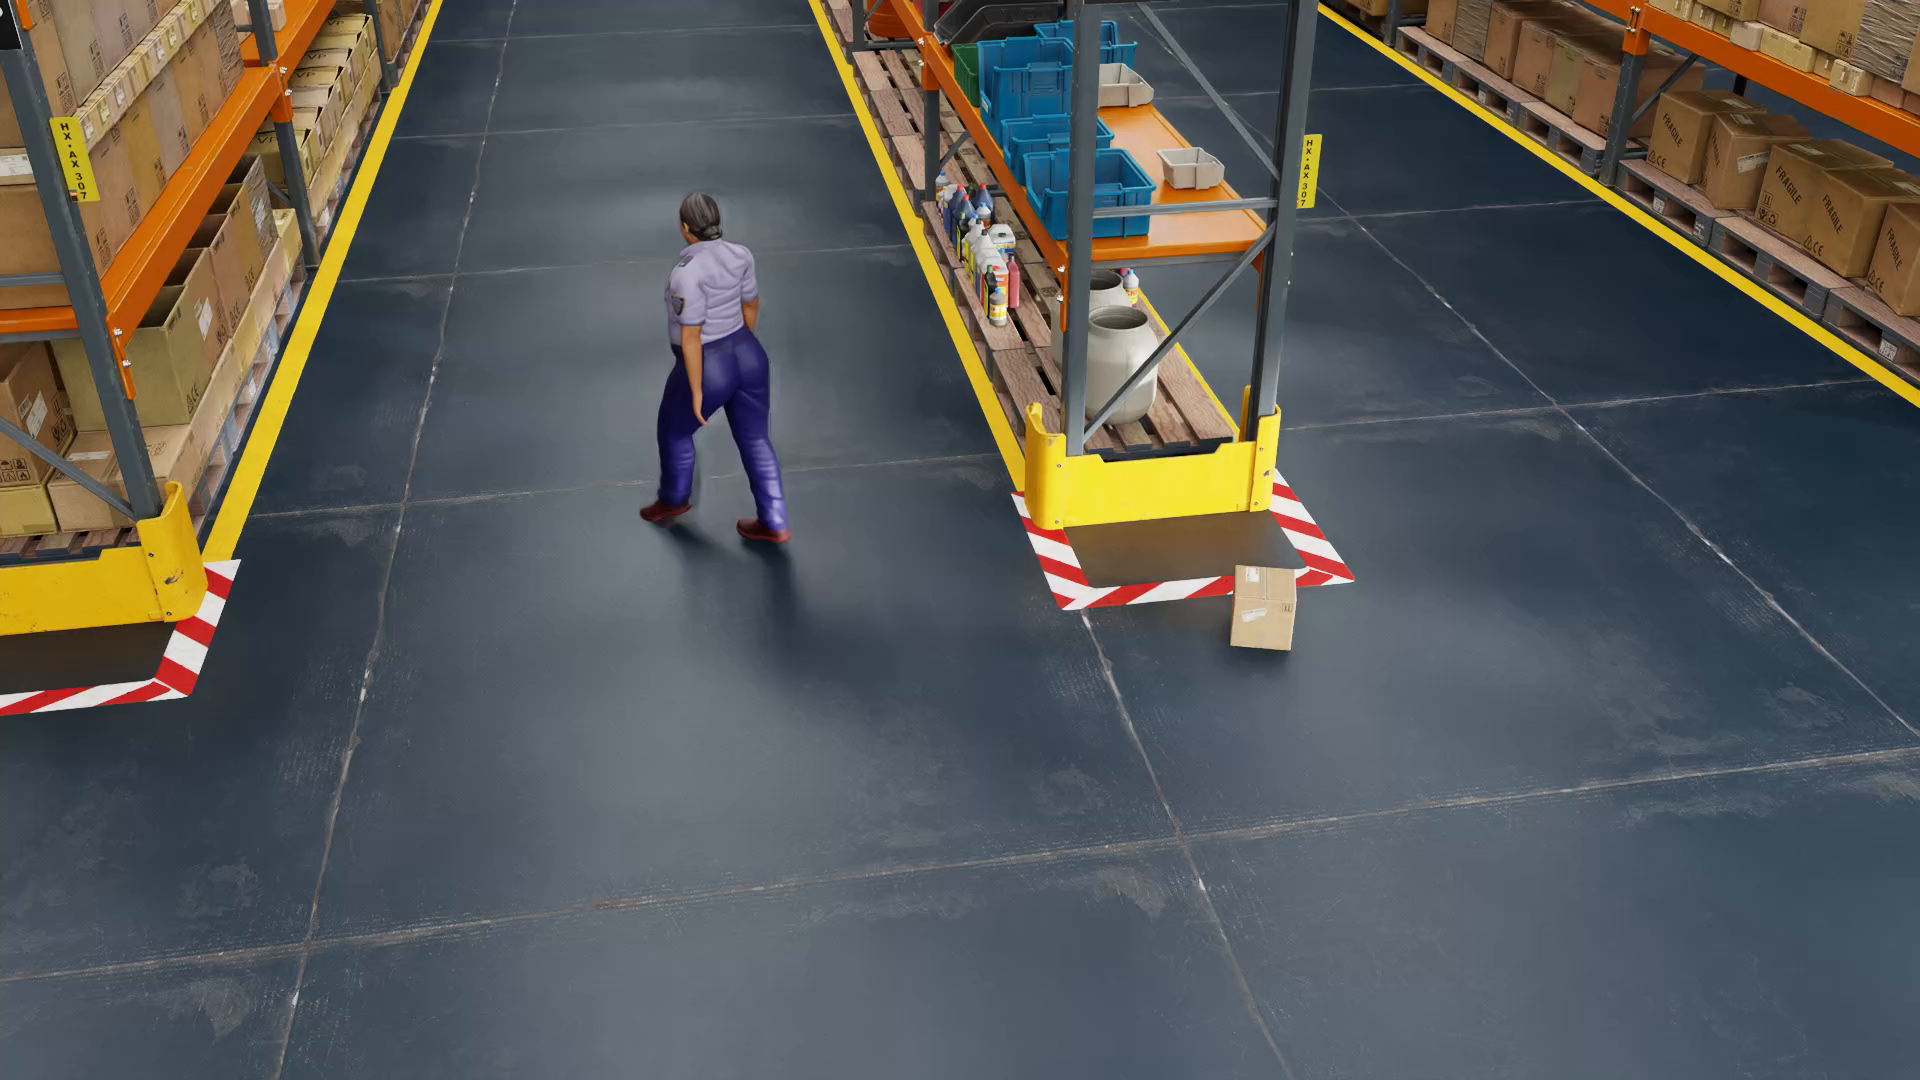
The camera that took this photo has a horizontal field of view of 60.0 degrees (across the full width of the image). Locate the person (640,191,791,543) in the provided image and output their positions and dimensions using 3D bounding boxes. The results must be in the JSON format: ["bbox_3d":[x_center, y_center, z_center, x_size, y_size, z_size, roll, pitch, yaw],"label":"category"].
[{"bbox_3d":[-1.115,-0.764,7.439,0.807,1.666,0.518,26,39,36],"label":"person"}]
